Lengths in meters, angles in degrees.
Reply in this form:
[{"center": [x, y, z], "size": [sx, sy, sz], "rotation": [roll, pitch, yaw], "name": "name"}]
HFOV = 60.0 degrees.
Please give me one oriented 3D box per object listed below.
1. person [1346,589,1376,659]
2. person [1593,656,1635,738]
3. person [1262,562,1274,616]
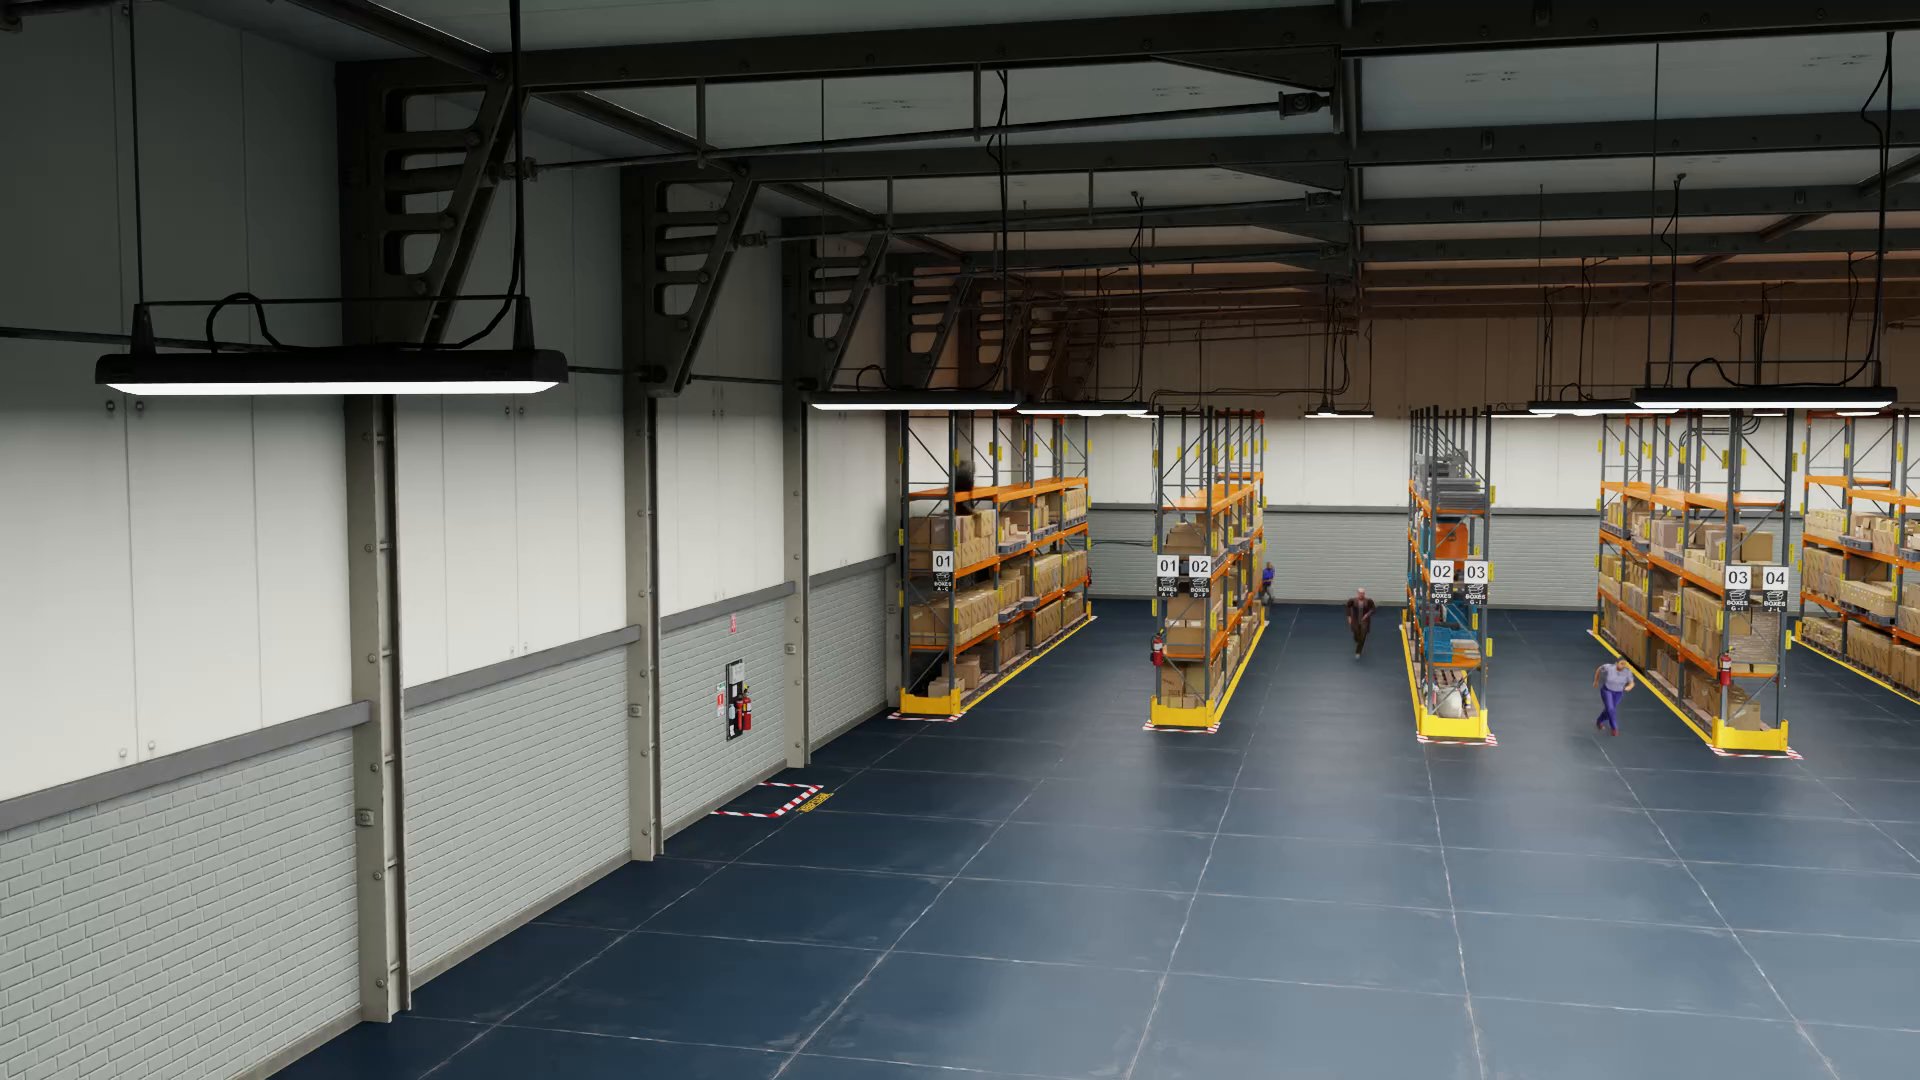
[{"center": [9.677, 2.006, 40.199], "size": [0.698, 1.712, 0.793], "rotation": [1, 4, 11], "name": "person"}, {"center": [11.881, 2.798, 30.263], "size": [0.603, 1.476, 1.050], "rotation": [0, 4, 2], "name": "person"}, {"center": [9.005, 1.445, 48.987], "size": [0.612, 1.666, 0.934], "rotation": [-2, 4, -21], "name": "person"}]
